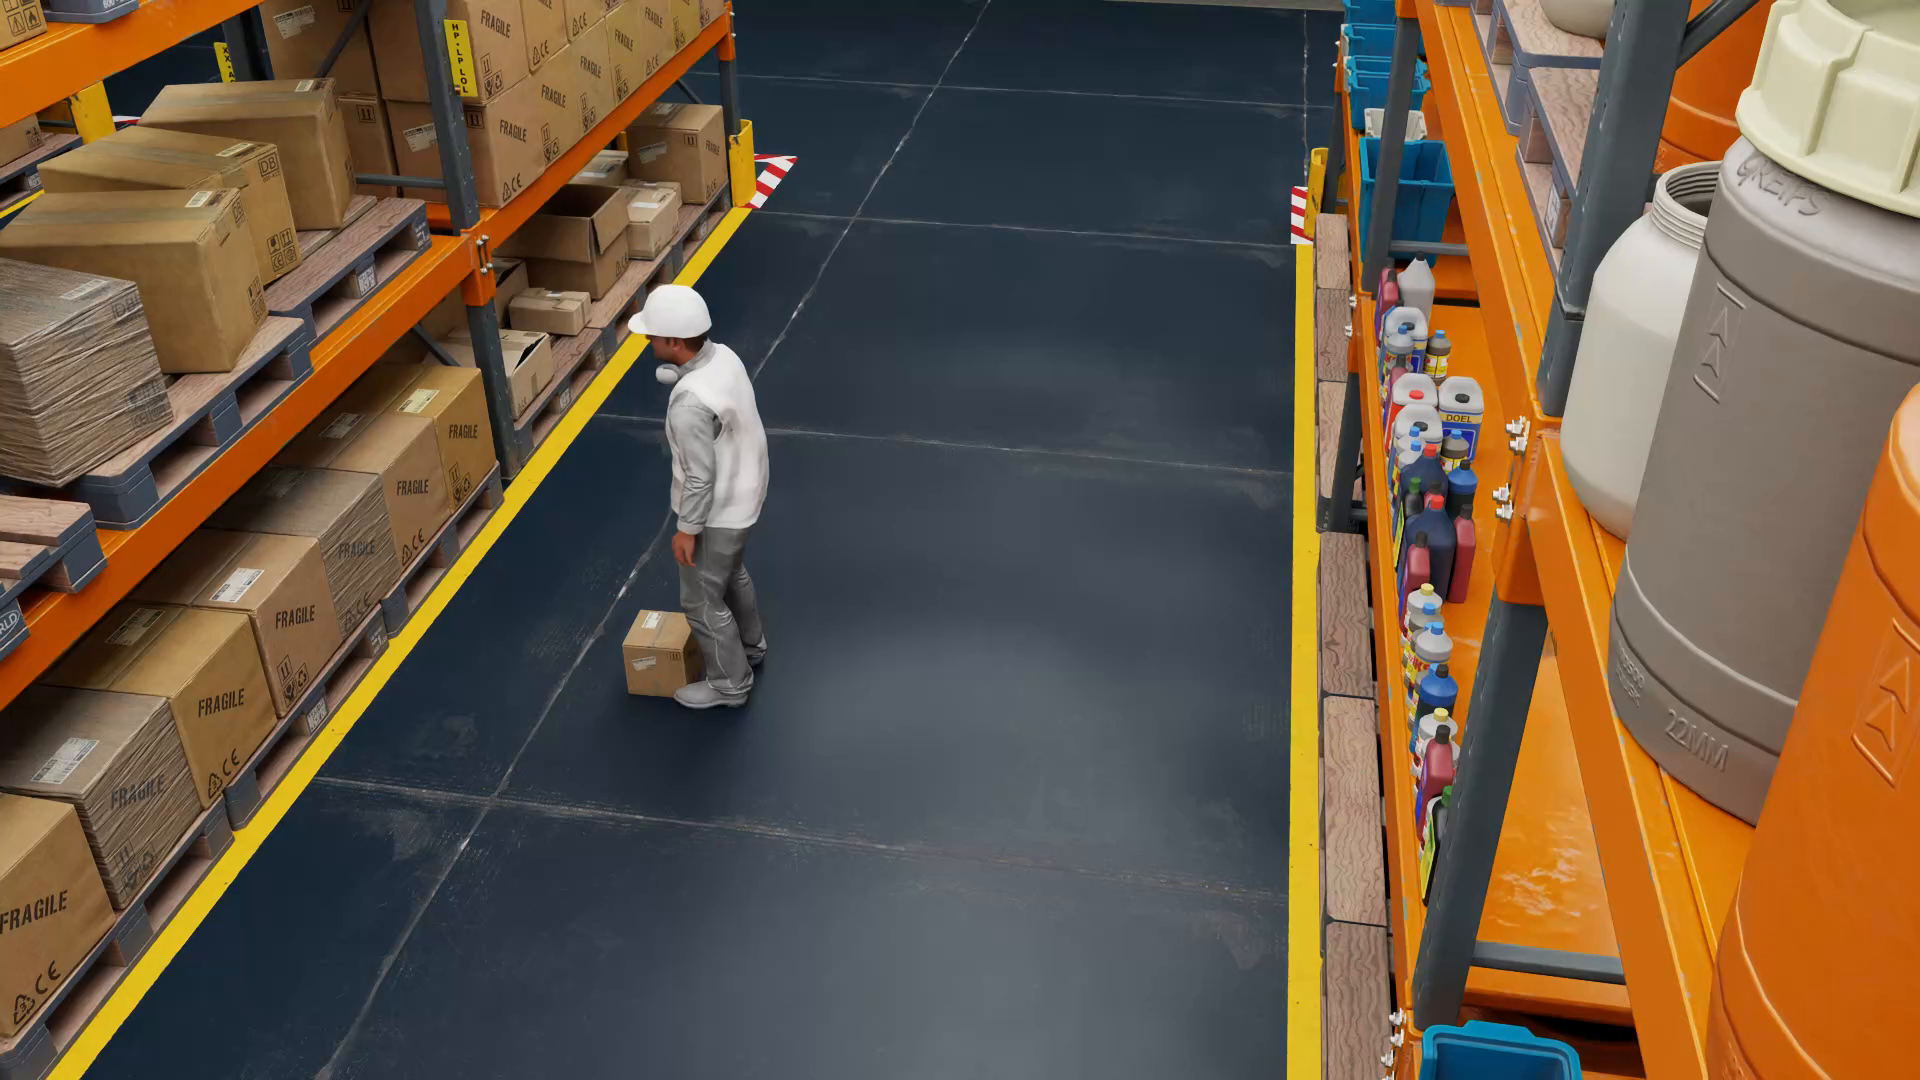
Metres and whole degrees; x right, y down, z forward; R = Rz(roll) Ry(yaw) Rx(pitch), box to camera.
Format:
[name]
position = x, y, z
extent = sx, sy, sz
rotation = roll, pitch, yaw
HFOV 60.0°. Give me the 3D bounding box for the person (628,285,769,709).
[person]
position = -0.956, -0.155, 6.357
extent = 0.457, 1.773, 0.593
rotation = 4, 32, 6
